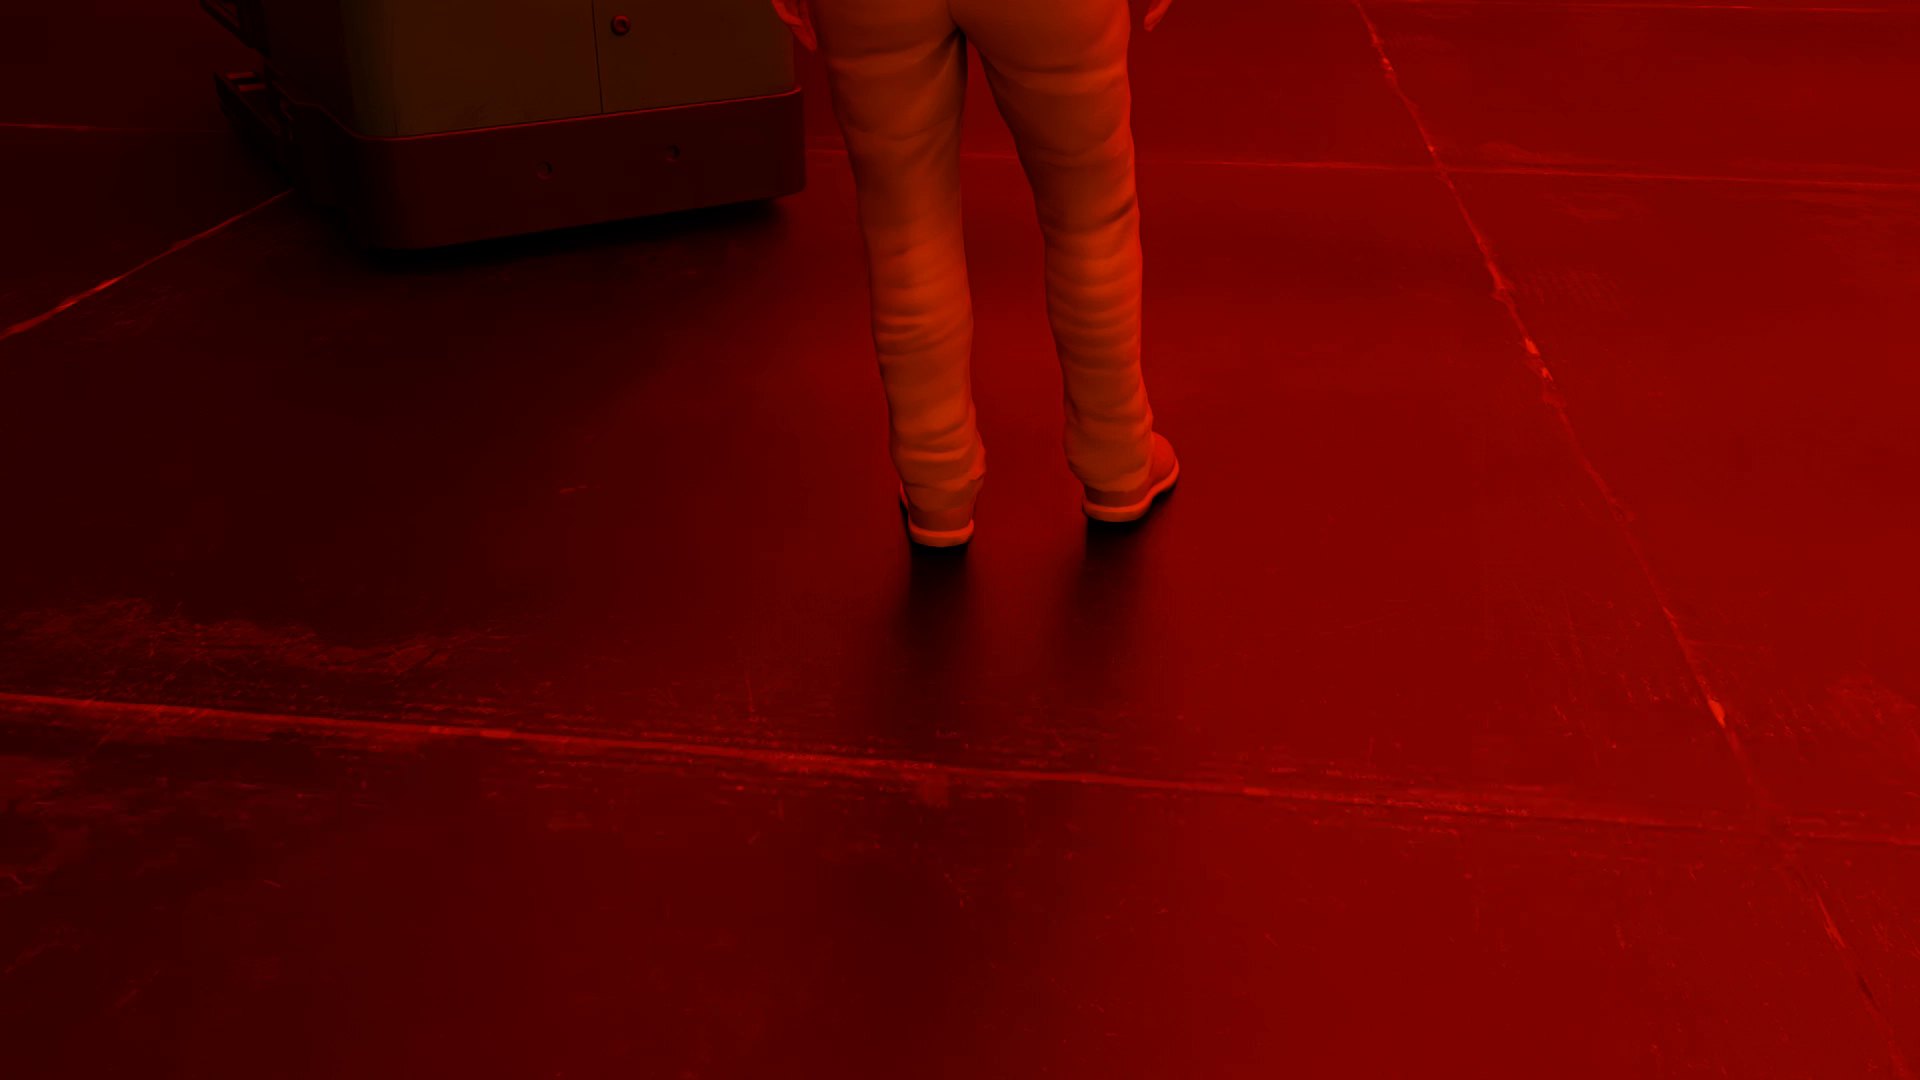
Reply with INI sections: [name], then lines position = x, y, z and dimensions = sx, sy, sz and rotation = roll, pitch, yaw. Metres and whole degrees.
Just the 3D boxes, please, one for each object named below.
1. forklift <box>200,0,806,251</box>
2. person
[forklift]
position = -1.560, -2.557, 4.342
dimensions = 1.130, 2.935, 3.031
rotation = -15, 30, -27
[person]
position = 0.033, -0.786, 2.190
dimensions = 0.598, 1.670, 0.529
rotation = 3, 27, 7
